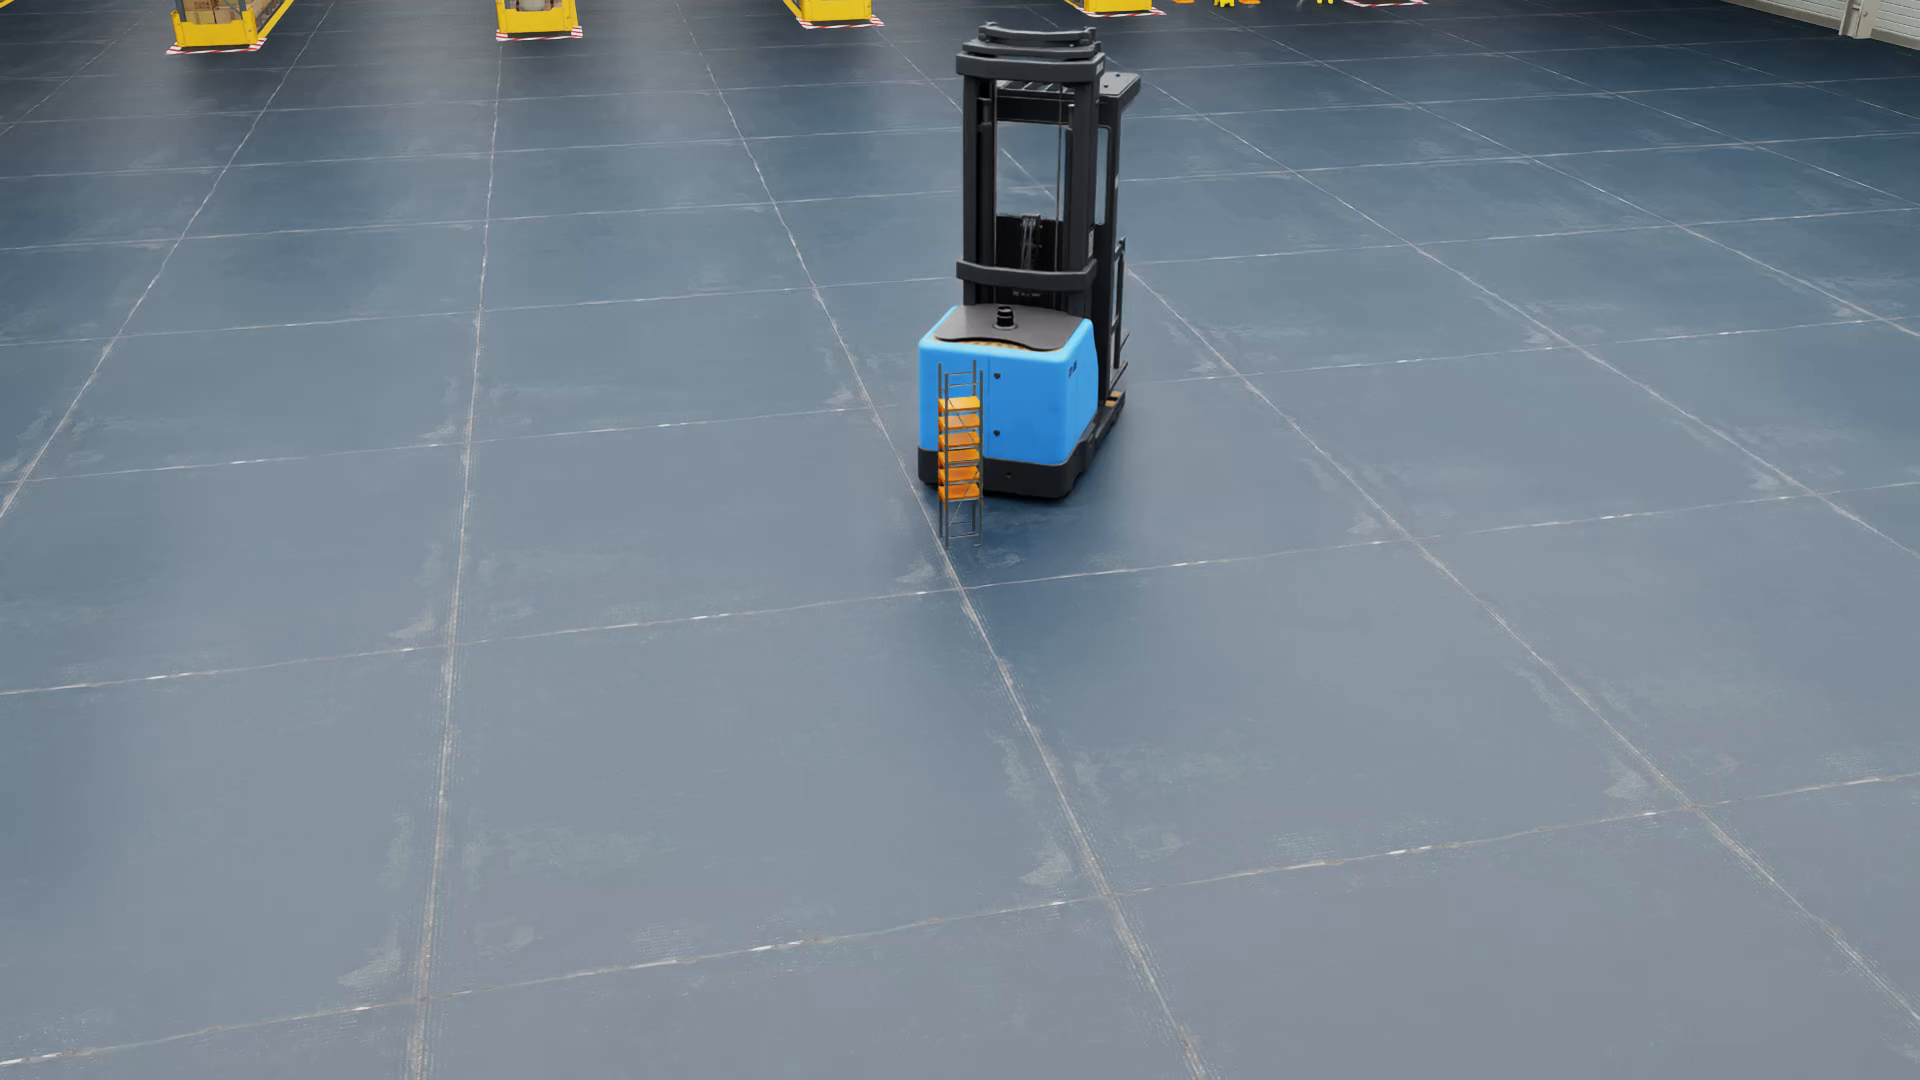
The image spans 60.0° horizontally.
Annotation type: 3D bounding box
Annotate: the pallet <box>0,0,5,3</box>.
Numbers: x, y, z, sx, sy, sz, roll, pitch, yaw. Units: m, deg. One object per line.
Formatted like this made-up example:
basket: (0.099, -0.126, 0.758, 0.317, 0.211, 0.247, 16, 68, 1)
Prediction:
pallet: (-17.647, -9.556, 29.449, 1.003, 0.211, 1.213, -6, 27, -12)

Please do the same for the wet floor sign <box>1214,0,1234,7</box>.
wet floor sign: (4.700, -9.809, 29.468, 0.267, 0.644, 0.232, -11, 29, -20)

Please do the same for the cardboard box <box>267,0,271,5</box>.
cardboard box: (-12.097, -9.304, 28.440, 0.500, 0.250, 0.500, -6, 27, -12)

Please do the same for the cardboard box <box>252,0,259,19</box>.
cardboard box: (-11.763, -8.645, 27.135, 0.500, 0.250, 0.500, -6, 27, -12)

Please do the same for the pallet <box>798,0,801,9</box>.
pallet: (-2.256, -9.361, 29.062, 1.003, 0.211, 1.213, -6, 27, -12)

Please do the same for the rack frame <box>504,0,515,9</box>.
rack frame: (-6.916, -9.710, 26.658, 1.000, 3.000, 0.127, -6, 27, -12)

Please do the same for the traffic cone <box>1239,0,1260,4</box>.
traffic cone: (5.206, -9.882, 29.815, 0.336, 0.463, 0.334, -6, 27, -12)

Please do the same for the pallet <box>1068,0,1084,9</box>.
pallet: (2.508, -9.770, 29.872, 1.003, 0.211, 1.213, -6, 27, -12)

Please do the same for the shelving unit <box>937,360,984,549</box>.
shelving unit: (0.003, -0.529, 10.467, 0.258, 1.200, 0.189, -6, 27, -12)

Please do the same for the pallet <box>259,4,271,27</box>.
pallet: (-12.227, -8.829, 28.009, 1.003, 0.211, 1.213, -6, 27, -12)

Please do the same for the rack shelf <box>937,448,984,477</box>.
rack shelf: (0.003, -0.490, 10.487, 0.258, 0.103, 0.180, -6, 27, -12)

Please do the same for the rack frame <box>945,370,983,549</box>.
rack frame: (0.024, -0.489, 10.387, 0.240, 1.200, 0.006, -6, 27, -12)

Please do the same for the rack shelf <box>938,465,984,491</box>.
rack shelf: (0.003, -0.382, 10.541, 0.258, 0.103, 0.180, -6, 27, -12)

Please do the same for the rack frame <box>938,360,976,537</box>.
rack frame: (-0.017, -0.569, 10.547, 0.240, 1.200, 0.006, -6, 27, -12)

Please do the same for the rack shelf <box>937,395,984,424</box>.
rack shelf: (0.003, -0.811, 10.325, 0.258, 0.103, 0.180, -6, 27, -12)

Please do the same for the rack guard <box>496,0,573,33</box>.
rack guard: (-6.979, -8.622, 27.278, 1.175, 0.500, 0.348, -6, 27, -12)

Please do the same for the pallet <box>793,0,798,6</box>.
pallet: (-2.528, -9.896, 30.121, 1.003, 0.211, 1.213, -6, 27, -12)

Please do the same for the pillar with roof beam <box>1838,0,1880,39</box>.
pillar with roof beam: (10.279, -11.729, 24.000, 9.100, 9.000, 0.400, -6, 27, -12)

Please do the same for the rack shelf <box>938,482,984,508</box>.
rack shelf: (0.003, -0.275, 10.595, 0.258, 0.103, 0.180, -6, 27, -12)

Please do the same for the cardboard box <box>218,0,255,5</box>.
cardboard box: (-11.761, -8.980, 26.966, 0.500, 0.500, 0.500, -6, 27, -12)

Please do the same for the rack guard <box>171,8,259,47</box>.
rack guard: (-11.737, -8.082, 26.207, 1.175, 0.500, 0.348, -6, 27, -12)

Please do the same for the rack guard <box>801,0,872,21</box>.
rack guard: (-2.108, -9.130, 28.284, 1.175, 0.500, 0.348, -6, 27, -12)

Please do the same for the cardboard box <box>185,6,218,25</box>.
cardboard box: (-12.152, -8.374, 26.596, 0.500, 0.250, 0.500, -6, 27, -12)

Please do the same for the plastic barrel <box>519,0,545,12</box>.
plastic barrel: (-7.139, -9.068, 27.681, 0.421, 0.512, 0.421, 0, 27, 0)

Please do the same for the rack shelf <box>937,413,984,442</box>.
rack shelf: (0.003, -0.704, 10.379, 0.258, 0.103, 0.180, -6, 27, -12)

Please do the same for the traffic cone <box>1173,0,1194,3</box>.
traffic cone: (4.028, -9.917, 29.884, 0.336, 0.463, 0.334, -6, 27, -12)

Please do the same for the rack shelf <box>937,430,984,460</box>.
rack shelf: (0.003, -0.597, 10.433, 0.258, 0.103, 0.180, -6, 27, -12)

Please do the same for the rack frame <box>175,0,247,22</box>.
rack frame: (-11.743, -9.208, 25.665, 1.000, 3.000, 0.127, -6, 27, -12)

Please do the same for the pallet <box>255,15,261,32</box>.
pallet: (-11.956, -8.295, 26.950, 1.003, 0.211, 1.213, -6, 27, -12)

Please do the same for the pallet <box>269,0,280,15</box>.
pallet: (-12.506, -9.366, 29.072, 1.003, 0.211, 1.213, -6, 27, -12)

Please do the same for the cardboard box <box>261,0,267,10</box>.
cardboard box: (-11.983, -9.085, 28.006, 0.500, 0.250, 0.500, -6, 27, -12)

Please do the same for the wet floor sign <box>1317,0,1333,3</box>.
wet floor sign: (6.565, -9.976, 29.798, 0.267, 0.644, 0.232, 3, 27, 6)

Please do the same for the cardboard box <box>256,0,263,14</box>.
cardboard box: (-11.875, -8.865, 27.570, 0.500, 0.250, 0.500, -6, 27, -12)

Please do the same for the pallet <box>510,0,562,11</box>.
pallet: (-7.428, -9.385, 29.110, 1.003, 0.211, 1.213, -6, 27, -12)

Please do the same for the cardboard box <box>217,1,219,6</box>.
cardboard box: (-12.276, -8.592, 27.029, 0.500, 0.250, 0.500, -6, 27, -12)

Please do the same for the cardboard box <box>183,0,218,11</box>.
cardboard box: (-12.154, -8.708, 26.427, 0.500, 0.500, 0.500, -6, 27, -12)

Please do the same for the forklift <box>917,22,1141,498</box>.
forklift: (0.628, -2.234, 11.923, 1.130, 2.935, 3.031, 8, 28, 15)

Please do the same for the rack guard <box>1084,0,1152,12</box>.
rack guard: (2.770, -9.545, 29.107, 1.175, 0.500, 0.348, -6, 27, -12)

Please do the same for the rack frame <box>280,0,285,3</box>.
rack frame: (-12.644, -10.964, 29.144, 1.000, 3.000, 0.127, -6, 27, -12)

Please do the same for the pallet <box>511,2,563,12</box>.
pallet: (-7.157, -8.850, 28.050, 1.003, 0.211, 1.213, -6, 27, -12)

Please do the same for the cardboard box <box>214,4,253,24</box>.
cardboard box: (-11.647, -8.426, 26.701, 0.500, 0.250, 0.500, -6, 27, -12)
